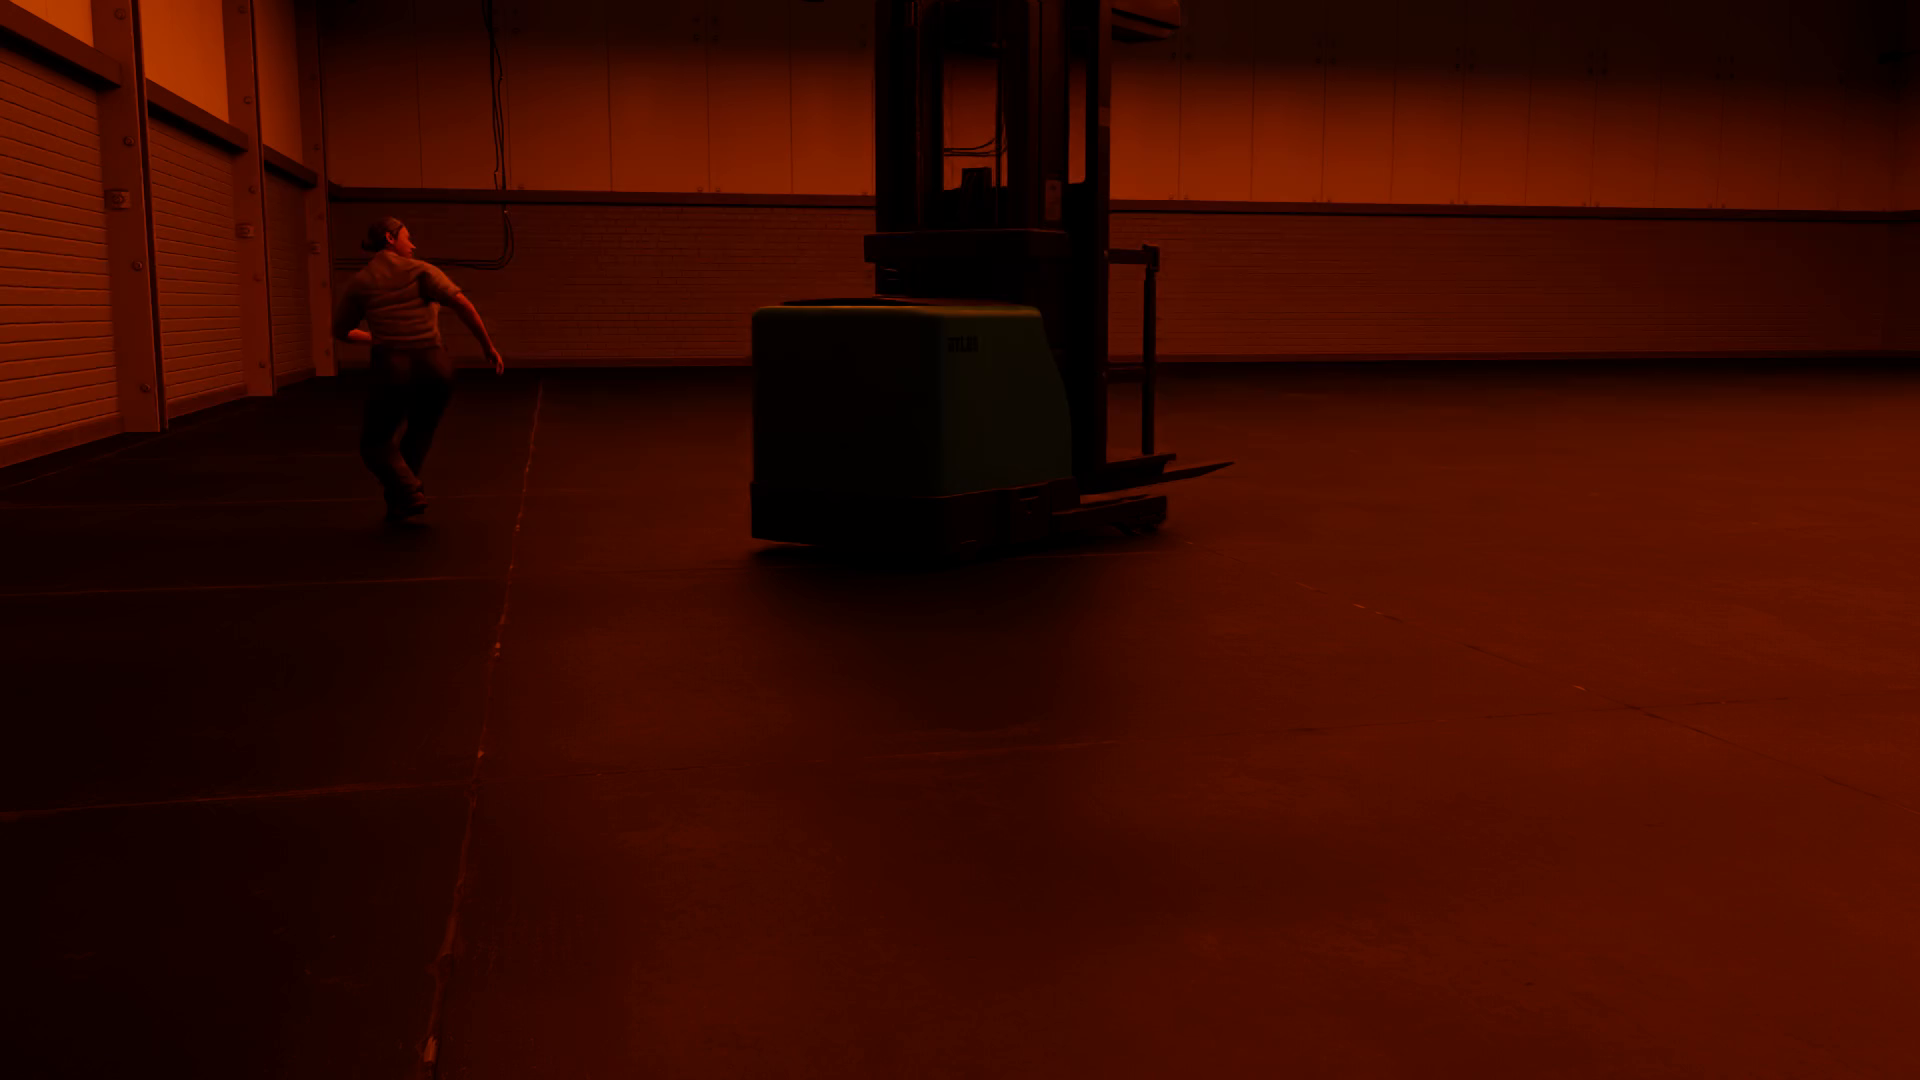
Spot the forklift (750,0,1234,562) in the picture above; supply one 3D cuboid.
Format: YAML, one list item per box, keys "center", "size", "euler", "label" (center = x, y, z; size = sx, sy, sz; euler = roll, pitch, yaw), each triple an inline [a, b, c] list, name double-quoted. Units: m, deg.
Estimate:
- center: [0.356, -1.520, 7.996]
  size: [1.130, 2.935, 3.031]
  euler: [6, 10, 36]
  label: "forklift"

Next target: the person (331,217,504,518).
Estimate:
- center: [-2.721, -0.845, 8.357]
  size: [0.803, 1.524, 0.797]
  euler: [-3, 9, -21]
  label: "person"
